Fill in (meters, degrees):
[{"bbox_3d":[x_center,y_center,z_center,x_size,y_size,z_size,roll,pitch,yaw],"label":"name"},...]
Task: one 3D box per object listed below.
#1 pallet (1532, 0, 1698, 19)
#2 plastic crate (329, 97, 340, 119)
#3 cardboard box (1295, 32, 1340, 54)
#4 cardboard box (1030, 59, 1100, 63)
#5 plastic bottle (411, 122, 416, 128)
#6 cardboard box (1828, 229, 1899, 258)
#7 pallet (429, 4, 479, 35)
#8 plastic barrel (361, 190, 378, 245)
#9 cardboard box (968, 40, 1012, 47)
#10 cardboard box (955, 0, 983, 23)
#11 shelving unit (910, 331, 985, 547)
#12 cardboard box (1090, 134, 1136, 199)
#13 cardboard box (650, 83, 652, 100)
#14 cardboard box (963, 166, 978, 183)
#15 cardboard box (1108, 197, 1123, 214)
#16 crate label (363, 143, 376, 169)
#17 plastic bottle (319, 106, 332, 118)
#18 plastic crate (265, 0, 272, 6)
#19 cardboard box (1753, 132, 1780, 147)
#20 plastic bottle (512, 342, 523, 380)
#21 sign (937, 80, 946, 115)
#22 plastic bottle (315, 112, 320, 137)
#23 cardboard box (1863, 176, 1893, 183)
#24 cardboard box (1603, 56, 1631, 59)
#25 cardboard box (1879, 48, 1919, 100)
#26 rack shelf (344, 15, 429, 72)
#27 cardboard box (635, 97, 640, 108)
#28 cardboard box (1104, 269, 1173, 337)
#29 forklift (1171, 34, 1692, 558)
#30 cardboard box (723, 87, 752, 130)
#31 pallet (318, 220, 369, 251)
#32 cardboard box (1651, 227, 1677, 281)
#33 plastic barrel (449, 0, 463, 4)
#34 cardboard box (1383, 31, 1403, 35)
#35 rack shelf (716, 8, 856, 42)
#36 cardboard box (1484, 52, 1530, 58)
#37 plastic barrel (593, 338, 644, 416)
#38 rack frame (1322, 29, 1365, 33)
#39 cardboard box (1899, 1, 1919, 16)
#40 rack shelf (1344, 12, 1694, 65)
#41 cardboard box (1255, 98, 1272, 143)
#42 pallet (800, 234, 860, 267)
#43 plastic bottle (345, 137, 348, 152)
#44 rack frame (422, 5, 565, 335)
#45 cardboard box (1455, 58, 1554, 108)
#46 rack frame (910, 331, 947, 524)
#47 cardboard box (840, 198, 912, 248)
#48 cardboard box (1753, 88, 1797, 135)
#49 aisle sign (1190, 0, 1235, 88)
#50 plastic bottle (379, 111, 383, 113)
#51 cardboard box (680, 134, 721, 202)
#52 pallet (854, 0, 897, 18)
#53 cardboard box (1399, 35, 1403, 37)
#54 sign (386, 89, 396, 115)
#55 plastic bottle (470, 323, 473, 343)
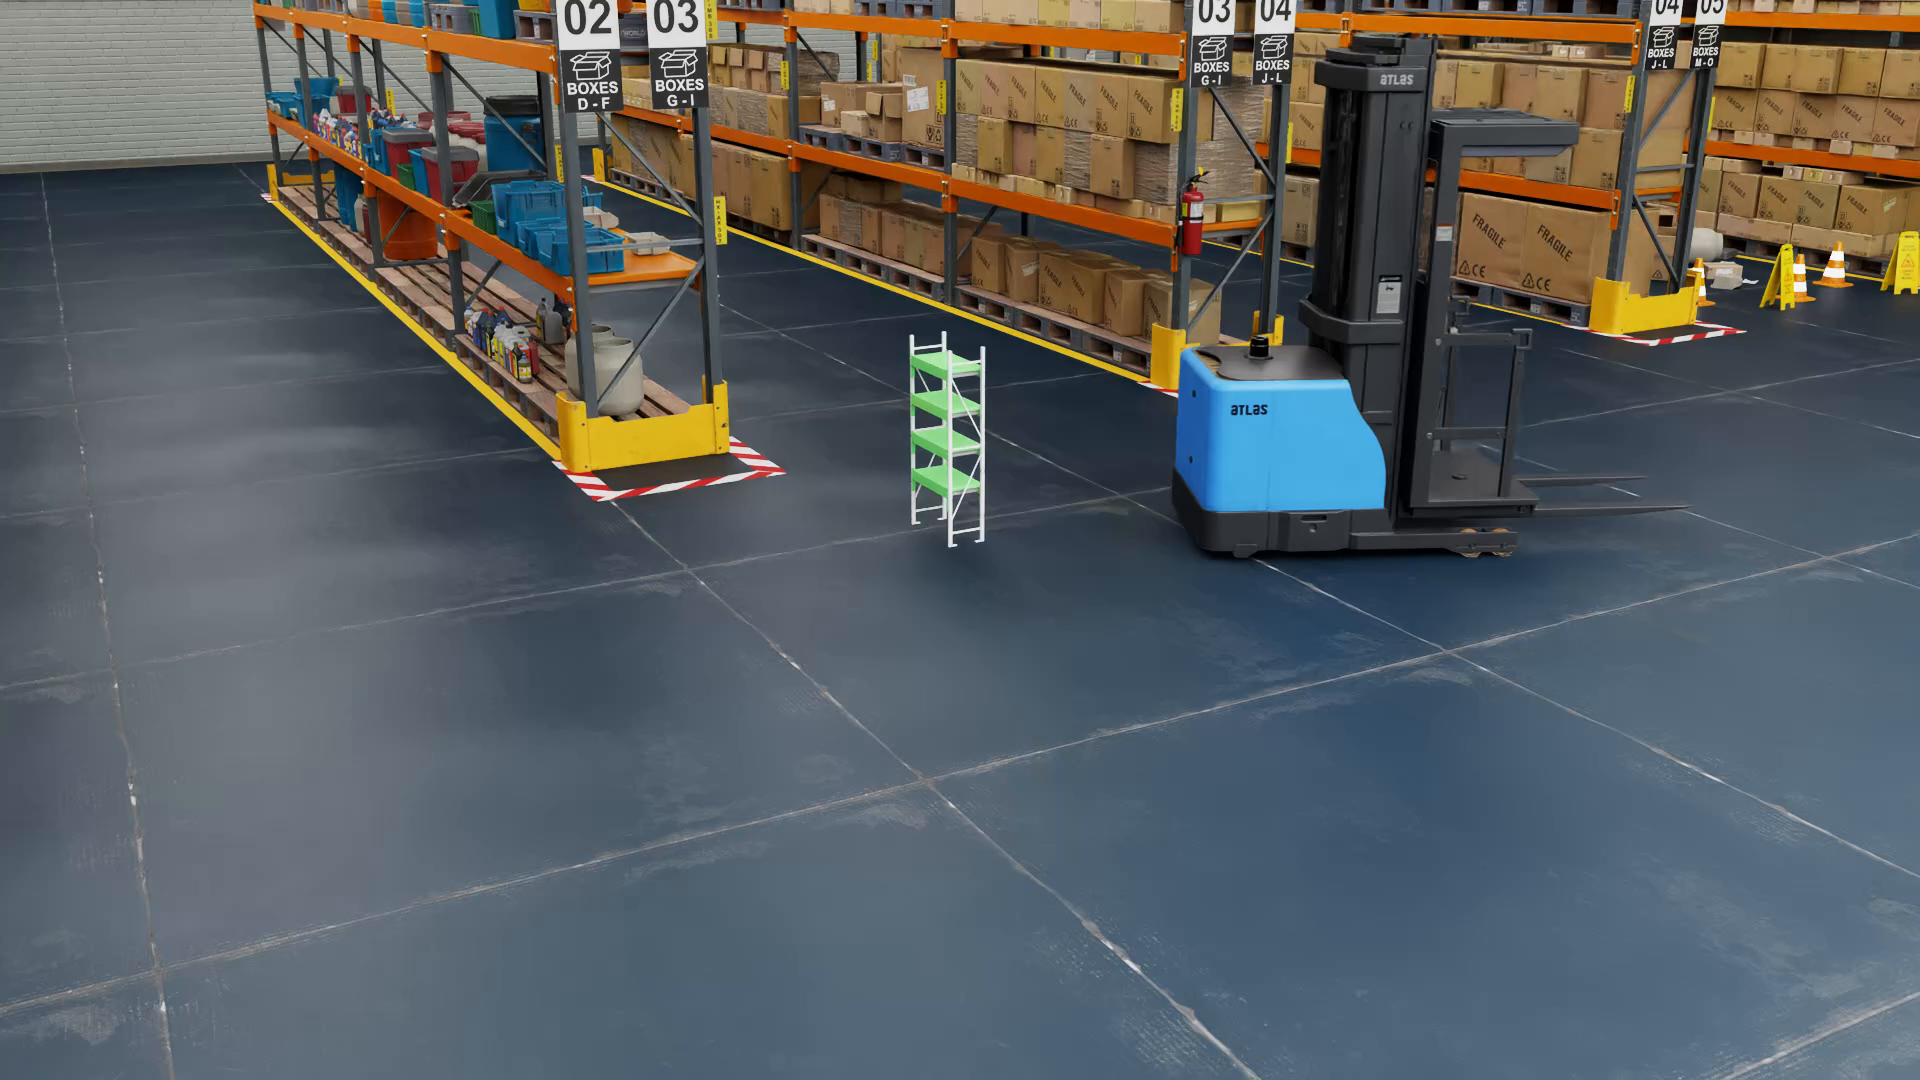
[{"bbox_3d":[6.256,-5.092,15.826,1.003,0.211,1.213,-10,21,-27],"label":"pallet"},{"bbox_3d":[-8.416,-5.882,22.669,0.437,0.282,0.530,-10,21,-27],"label":"plastic crate"},{"bbox_3d":[5.685,-7.808,26.474,0.500,0.500,0.500,-11,22,-28],"label":"cardboard box"},{"bbox_3d":[0.999,-4.344,15.980,0.500,0.500,0.500,-10,21,-27],"label":"cardboard box"},{"bbox_3d":[-6.383,-4.752,19.484,0.061,0.283,0.133,-10,21,-27],"label":"plastic bottle"},{"bbox_3d":[10.293,-3.396,18.946,0.500,0.250,0.500,-10,21,-27],"label":"cardboard box"},{"bbox_3d":[-3.626,-4.283,13.636,1.213,0.211,1.003,-10,21,-27],"label":"pallet"},{"bbox_3d":[-6.737,-3.815,19.642,0.600,0.588,0.708,-10,21,-27],"label":"plastic barrel"},{"bbox_3d":[0.458,-7.703,25.714,0.500,0.500,0.500,-11,22,-29],"label":"cardboard box"},{"bbox_3d":[0.293,-5.092,15.920,0.500,0.250,0.500,-11,22,-29],"label":"cardboard box"},{"bbox_3d":[-0.079,-0.615,10.073,0.258,1.200,0.503,-10,21,-27],"label":"shelving unit"},{"bbox_3d":[1.624,-3.240,14.313,0.875,0.500,0.500,-10,21,-27],"label":"cardboard box"},{"bbox_3d":[-4.183,-6.514,24.184,0.500,0.250,0.500,-9,21,-25],"label":"cardboard box"},{"bbox_3d":[0.249,-3.613,16.387,0.380,0.149,0.250,-10,21,-27],"label":"cardboard box"},{"bbox_3d":[1.500,-2.906,14.340,0.380,0.149,0.250,-10,21,-27],"label":"cardboard box"},{"bbox_3d":[-6.084,-4.036,17.487,0.303,0.233,0.416,-10,21,-27],"label":"crate label"},{"bbox_3d":[-7.952,-5.257,20.842,0.144,0.351,0.185,-10,21,-27],"label":"plastic bottle"},{"bbox_3d":[-9.269,-7.499,22.760,0.504,0.338,0.767,-10,21,-27],"label":"plastic crate"},{"bbox_3d":[9.637,-4.753,19.692,0.380,0.149,0.250,-10,21,-27],"label":"cardboard box"},{"bbox_3d":[-3.484,-1.412,13.114,0.061,0.283,0.133,-9,21,-25],"label":"plastic bottle"},{"bbox_3d":[-0.182,-4.374,16.433,0.100,0.325,0.005,-10,21,-27],"label":"sign"},{"bbox_3d":[-7.991,-5.178,20.718,0.061,0.283,0.133,-10,21,-27],"label":"plastic bottle"},{"bbox_3d":[10.522,-3.984,19.500,0.500,0.500,0.500,-11,22,-29],"label":"cardboard box"},{"bbox_3d":[8.817,-6.158,22.124,0.500,0.500,0.500,-10,21,-26],"label":"cardboard box"},{"bbox_3d":[10.491,-5.074,18.094,0.700,0.500,0.500,-11,22,-28],"label":"cardboard box"},{"bbox_3d":[-5.004,-4.798,15.943,1.077,0.370,4.000,-10,21,-27],"label":"rack shelf"},{"bbox_3d":[-4.658,-6.570,24.958,0.380,0.149,0.250,-10,21,-26],"label":"cardboard box"},{"bbox_3d":[1.608,-2.130,14.894,0.500,0.500,0.500,-4,20,-12],"label":"cardboard box"},{"bbox_3d":[2.890,-1.453,9.849,3.031,2.935,1.130,-1,19,-4],"label":"forklift"},{"bbox_3d":[-2.769,-5.651,21.756,0.500,0.500,0.500,-10,21,-26],"label":"cardboard box"},{"bbox_3d":[-7.524,-3.897,21.100,1.003,0.211,1.213,-10,21,-27],"label":"pallet"},{"bbox_3d":[7.863,-3.232,18.727,0.637,0.503,0.797,7,20,20],"label":"cardboard box"},{"bbox_3d":[-4.023,-4.662,13.628,0.421,0.512,0.421,0,19,0],"label":"plastic barrel"},{"bbox_3d":[8.385,-9.485,31.644,0.500,0.500,0.500,-9,21,-25],"label":"cardboard box"},{"bbox_3d":[-2.545,-6.714,21.494,1.077,0.370,4.000,-10,21,-27],"label":"rack shelf"},{"bbox_3d":[7.648,-6.518,23.169,0.500,0.500,0.500,-10,21,-26],"label":"cardboard box"},{"bbox_3d":[-2.535,-1.198,12.173,0.421,0.512,0.421,0,19,0],"label":"plastic barrel"},{"bbox_3d":[7.694,-9.663,33.537,1.000,3.000,0.127,-10,21,-27],"label":"rack frame"},{"bbox_3d":[10.363,-5.725,17.910,0.380,0.149,0.250,-10,21,-26],"label":"cardboard box"},{"bbox_3d":[5.667,-5.156,16.981,1.077,0.370,4.000,-10,21,-27],"label":"rack shelf"},{"bbox_3d":[3.755,-5.098,20.155,0.500,0.500,0.500,-10,21,-26],"label":"cardboard box"},{"bbox_3d":[-1.225,-3.519,20.006,1.003,0.211,1.213,-10,21,-27],"label":"pallet"},{"bbox_3d":[-6.947,-4.521,18.938,0.097,0.201,0.097,0,19,0],"label":"plastic bottle"},{"bbox_3d":[-4.054,-3.146,14.651,1.000,3.000,0.127,-10,21,-27],"label":"rack frame"},{"bbox_3d":[5.620,-4.656,17.140,0.875,0.550,0.500,-10,21,-27],"label":"cardboard box"},{"bbox_3d":[-0.194,-0.685,10.276,0.240,1.200,0.015,-10,21,-27],"label":"rack frame"},{"bbox_3d":[-0.984,-3.742,19.534,0.700,0.500,0.500,-12,22,-31],"label":"cardboard box"},{"bbox_3d":[9.733,-5.038,19.524,0.500,0.500,0.500,-10,21,-26],"label":"cardboard box"},{"bbox_3d":[1.969,-3.930,12.936,0.394,0.787,0.004,-10,21,-27],"label":"aisle sign"},{"bbox_3d":[-7.382,-5.321,21.144,0.152,0.276,0.135,-10,21,-27],"label":"plastic bottle"},{"bbox_3d":[-3.173,-5.223,23.284,1.225,0.875,0.875,-10,21,-26],"label":"cardboard box"},{"bbox_3d":[-0.390,-5.734,17.838,1.213,0.211,1.003,-10,21,-27],"label":"pallet"},{"bbox_3d":[6.863,-7.437,25.399,0.500,0.500,0.500,-10,21,-26],"label":"cardboard box"},{"bbox_3d":[-7.368,-5.658,21.506,0.100,0.325,0.005,-10,21,-27],"label":"sign"},{"bbox_3d":[-4.192,-1.814,14.404,0.097,0.201,0.097,0,19,0],"label":"plastic bottle"}]
